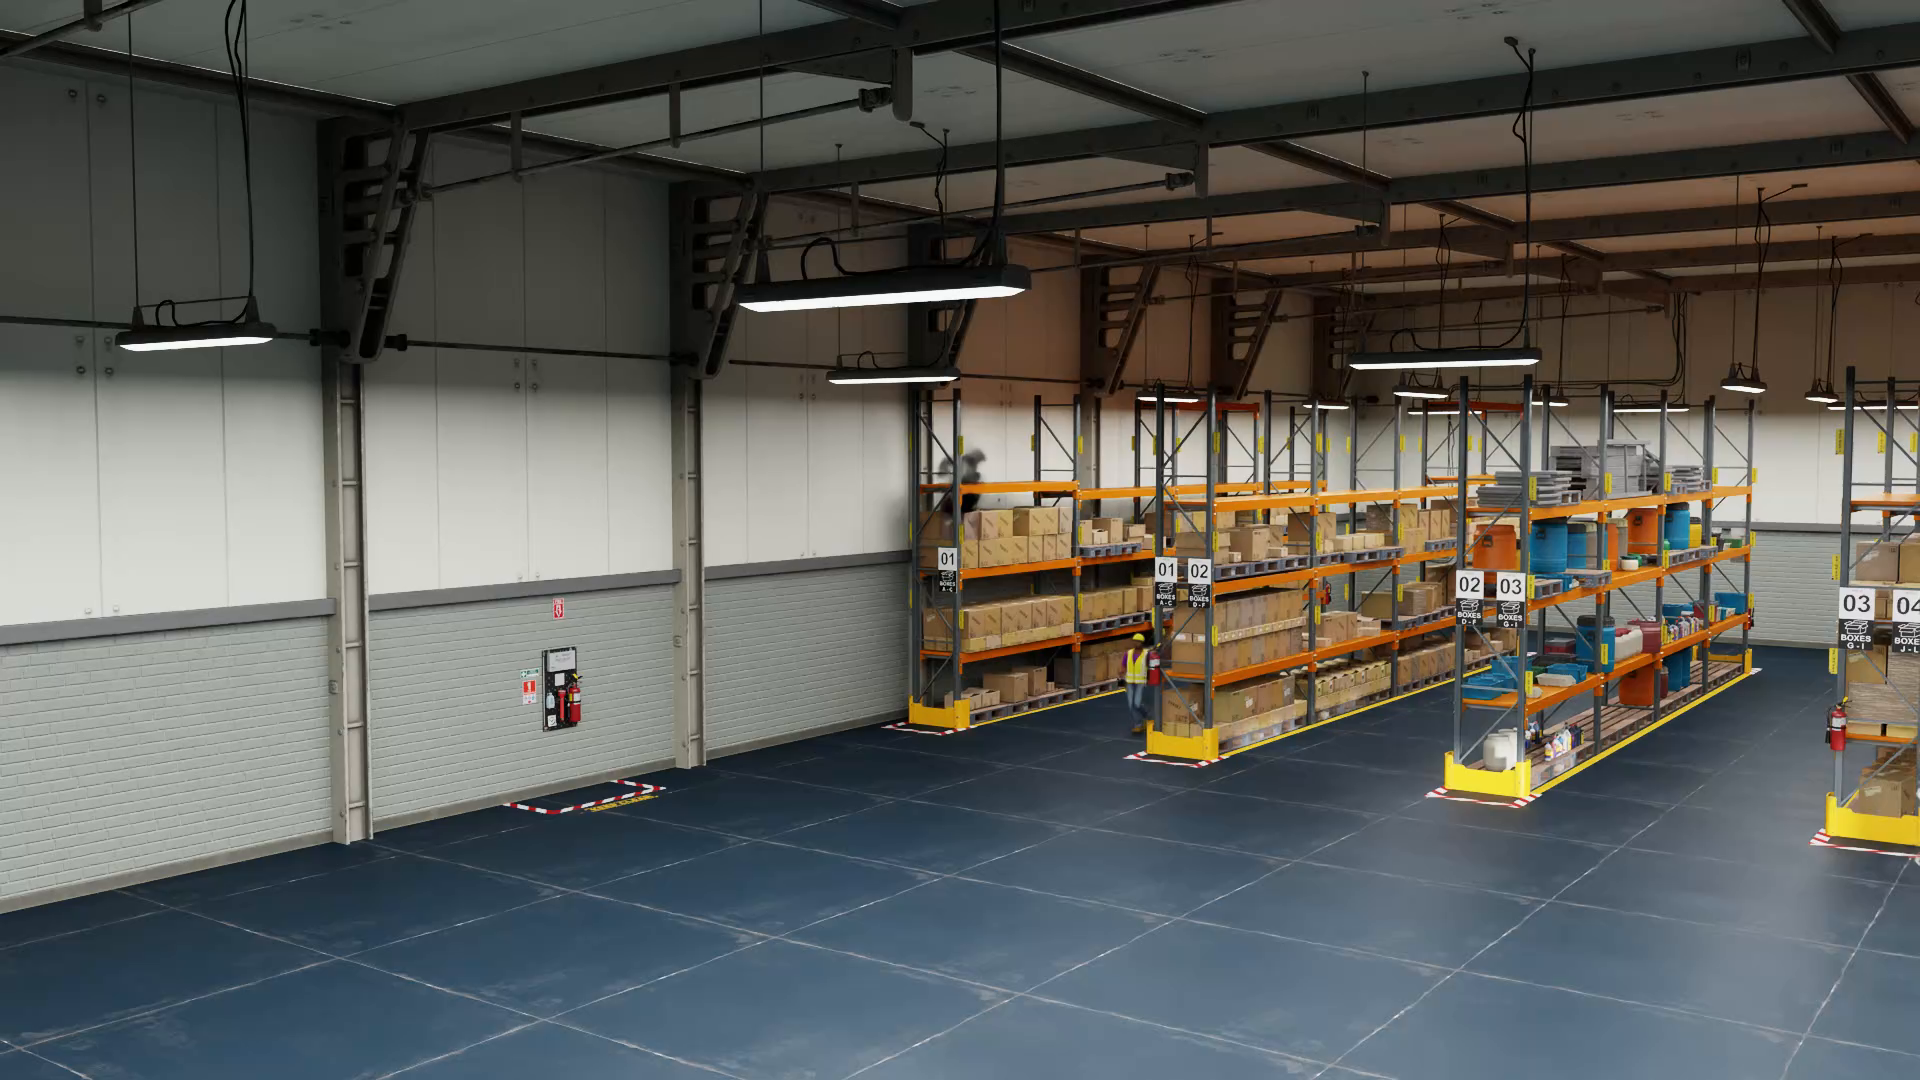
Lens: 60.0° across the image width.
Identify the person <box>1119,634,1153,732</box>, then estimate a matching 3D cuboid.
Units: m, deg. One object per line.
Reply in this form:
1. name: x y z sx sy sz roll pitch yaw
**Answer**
1. person: 3.062 2.487 28.822 0.688 1.721 0.582 2 4 33
